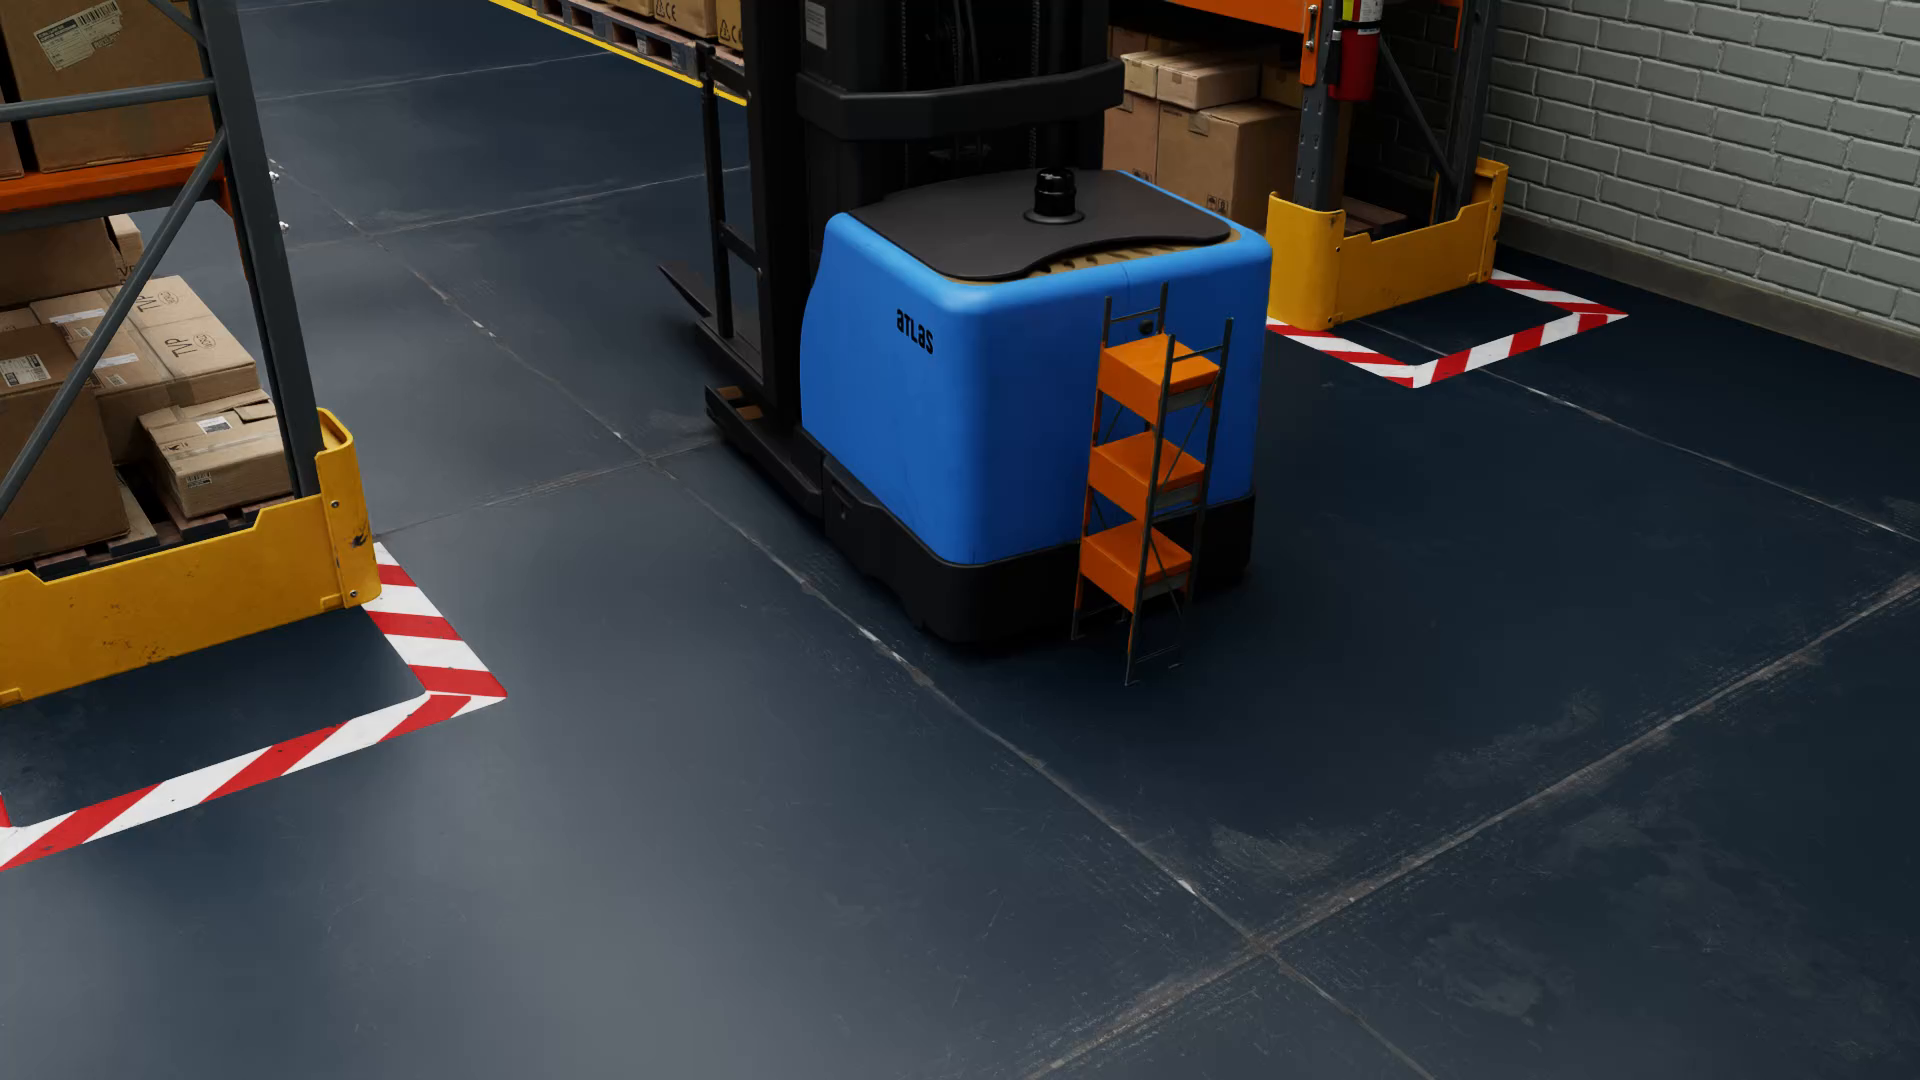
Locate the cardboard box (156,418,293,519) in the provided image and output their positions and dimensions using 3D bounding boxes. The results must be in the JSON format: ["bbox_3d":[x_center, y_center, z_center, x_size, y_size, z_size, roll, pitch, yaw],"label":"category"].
[{"bbox_3d":[-2.194,-0.225,5.047,0.380,0.149,0.250,-19,34,-31],"label":"cardboard box"}]

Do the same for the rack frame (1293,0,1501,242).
[{"bbox_3d":[1.801,-2.399,6.524,1.000,3.000,0.127,-19,34,-31],"label":"rack frame"}]

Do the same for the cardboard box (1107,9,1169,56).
[{"bbox_3d":[0.813,-2.514,8.235,0.380,0.149,0.250,-18,33,-30],"label":"cardboard box"}]

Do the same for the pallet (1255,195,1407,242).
[{"bbox_3d":[1.274,-1.463,7.722,1.003,0.211,1.213,-19,34,-31],"label":"pallet"}]

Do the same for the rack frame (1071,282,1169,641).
[{"bbox_3d":[0.421,-0.186,4.452,0.200,1.050,0.008,-18,38,-29],"label":"rack frame"}]

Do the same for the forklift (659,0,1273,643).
[{"bbox_3d":[-0.255,-1.679,5.271,1.130,2.935,3.031,-14,31,-24],"label":"forklift"}]

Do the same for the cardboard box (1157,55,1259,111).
[{"bbox_3d":[1.091,-2.014,7.315,0.380,0.149,0.250,-19,34,-31],"label":"cardboard box"}]

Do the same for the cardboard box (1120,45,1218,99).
[{"bbox_3d":[0.942,-2.113,7.497,0.380,0.149,0.250,-18,33,-29],"label":"cardboard box"}]

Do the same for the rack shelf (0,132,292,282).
[{"bbox_3d":[-3.392,-1.488,5.600,1.077,0.370,4.000,-19,34,-31],"label":"rack shelf"}]

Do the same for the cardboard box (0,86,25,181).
[{"bbox_3d":[-2.713,-1.169,4.154,0.500,0.500,0.500,-18,33,-29],"label":"cardboard box"}]

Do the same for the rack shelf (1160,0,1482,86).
[{"bbox_3d":[0.641,-2.860,8.128,1.077,0.370,4.000,-19,34,-31],"label":"rack shelf"}]

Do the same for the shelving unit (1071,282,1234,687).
[{"bbox_3d":[0.489,-0.129,4.368,0.215,1.050,0.252,-18,38,-29],"label":"shelving unit"}]

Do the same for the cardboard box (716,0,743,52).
[{"bbox_3d":[-1.002,-3.411,10.199,0.750,0.750,0.750,-18,33,-30],"label":"cardboard box"}]

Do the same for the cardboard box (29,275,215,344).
[{"bbox_3d":[-2.896,-0.690,5.797,0.500,0.250,0.500,-19,34,-31],"label":"cardboard box"}]

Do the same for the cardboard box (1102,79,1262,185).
[{"bbox_3d":[1.024,-1.924,7.829,0.700,0.500,0.500,-19,34,-31],"label":"cardboard box"}]

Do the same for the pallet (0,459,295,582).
[{"bbox_3d":[-2.739,-0.140,5.287,1.003,0.211,1.213,-19,34,-31],"label":"pallet"}]

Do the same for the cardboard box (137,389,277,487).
[{"bbox_3d":[-2.339,-0.330,5.222,0.380,0.166,0.250,-19,34,-31],"label":"cardboard box"}]

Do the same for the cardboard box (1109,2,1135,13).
[{"bbox_3d":[0.666,-2.612,8.416,0.380,0.149,0.250,-19,34,-31],"label":"cardboard box"}]

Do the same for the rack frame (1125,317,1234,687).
[{"bbox_3d":[0.557,-0.072,4.284,0.200,1.050,0.008,-18,38,-29],"label":"rack frame"}]

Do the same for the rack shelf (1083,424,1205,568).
[{"bbox_3d":[0.488,-0.120,4.374,0.215,0.259,0.240,-18,38,-29],"label":"rack shelf"}]

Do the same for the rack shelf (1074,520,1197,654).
[{"bbox_3d":[0.476,0.114,4.523,0.215,0.259,0.240,-18,38,-29],"label":"rack shelf"}]

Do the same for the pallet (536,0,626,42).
[{"bbox_3d":[-2.443,-3.956,12.314,1.003,0.211,1.213,-19,34,-31],"label":"pallet"}]

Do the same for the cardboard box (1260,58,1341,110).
[{"bbox_3d":[1.549,-2.021,7.328,0.380,0.149,0.250,-19,34,-30],"label":"cardboard box"}]

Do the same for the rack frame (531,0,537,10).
[{"bbox_3d":[-2.839,-5.509,12.251,1.000,3.000,0.127,-19,34,-31],"label":"rack frame"}]

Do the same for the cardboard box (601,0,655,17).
[{"bbox_3d":[-2.016,-4.084,11.440,0.750,0.750,0.750,-19,34,-31],"label":"cardboard box"}]

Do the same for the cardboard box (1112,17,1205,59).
[{"bbox_3d":[0.962,-2.414,8.052,0.380,0.149,0.250,-18,33,-30],"label":"cardboard box"}]

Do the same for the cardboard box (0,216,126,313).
[{"bbox_3d":[-3.458,-0.949,6.008,0.797,0.503,0.637,-19,34,-31],"label":"cardboard box"}]

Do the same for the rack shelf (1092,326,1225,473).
[{"bbox_3d":[0.502,-0.359,4.221,0.215,0.259,0.240,-18,38,-29],"label":"rack shelf"}]

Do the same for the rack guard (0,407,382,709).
[{"bbox_3d":[-2.276,0.043,4.647,1.175,0.500,0.348,-19,34,-31],"label":"rack guard"}]

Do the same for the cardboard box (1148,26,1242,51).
[{"bbox_3d":[1.110,-2.315,7.870,0.380,0.149,0.250,-18,34,-30],"label":"cardboard box"}]

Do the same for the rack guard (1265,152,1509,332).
[{"bbox_3d":[1.815,-1.291,7.104,1.175,0.500,0.348,-19,34,-31],"label":"rack guard"}]

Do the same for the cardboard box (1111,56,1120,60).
[{"bbox_3d":[0.731,-2.119,8.188,0.700,0.500,0.500,-20,34,-32],"label":"cardboard box"}]

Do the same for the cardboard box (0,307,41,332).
[{"bbox_3d":[-3.274,-0.532,5.507,0.500,0.250,0.500,-19,34,-31],"label":"cardboard box"}]

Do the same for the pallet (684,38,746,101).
[{"bbox_3d":[-1.028,-3.008,10.567,1.003,0.211,1.213,-19,34,-31],"label":"pallet"}]

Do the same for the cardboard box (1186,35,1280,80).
[{"bbox_3d":[1.255,-2.218,7.690,0.380,0.149,0.250,-19,34,-31],"label":"cardboard box"}]

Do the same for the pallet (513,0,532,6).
[{"bbox_3d":[-3.291,-4.588,13.476,1.003,0.211,1.213,-19,34,-31],"label":"pallet"}]

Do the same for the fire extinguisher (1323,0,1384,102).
[{"bbox_3d":[1.513,-2.015,6.288,0.296,0.674,0.183,-19,34,-31],"label":"fire extinguisher"}]

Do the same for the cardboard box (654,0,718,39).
[{"bbox_3d":[-1.520,-3.755,10.834,0.750,0.750,0.750,-18,33,-29],"label":"cardboard box"}]

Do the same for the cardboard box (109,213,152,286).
[{"bbox_3d":[-3.555,-1.158,6.596,0.500,0.311,0.500,-19,34,-31],"label":"cardboard box"}]

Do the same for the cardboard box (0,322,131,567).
[{"bbox_3d":[-2.748,-0.264,4.752,0.500,0.500,0.500,-19,34,-31],"label":"cardboard box"}]

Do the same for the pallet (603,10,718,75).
[{"bbox_3d":[-1.740,-3.482,11.441,1.003,0.211,1.213,-19,34,-31],"label":"pallet"}]

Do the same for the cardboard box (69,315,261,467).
[{"bbox_3d":[-2.606,-0.495,5.439,0.500,0.250,0.500,-19,34,-31],"label":"cardboard box"}]

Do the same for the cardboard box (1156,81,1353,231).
[{"bbox_3d":[1.314,-1.729,7.471,0.700,0.500,0.500,-19,34,-31],"label":"cardboard box"}]

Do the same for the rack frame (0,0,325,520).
[{"bbox_3d":[-2.232,-1.026,3.996,1.000,3.000,0.127,-19,34,-31],"label":"rack frame"}]

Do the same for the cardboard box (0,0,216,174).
[{"bbox_3d":[-2.274,-1.316,4.425,0.500,0.500,0.500,-18,33,-30],"label":"cardboard box"}]
